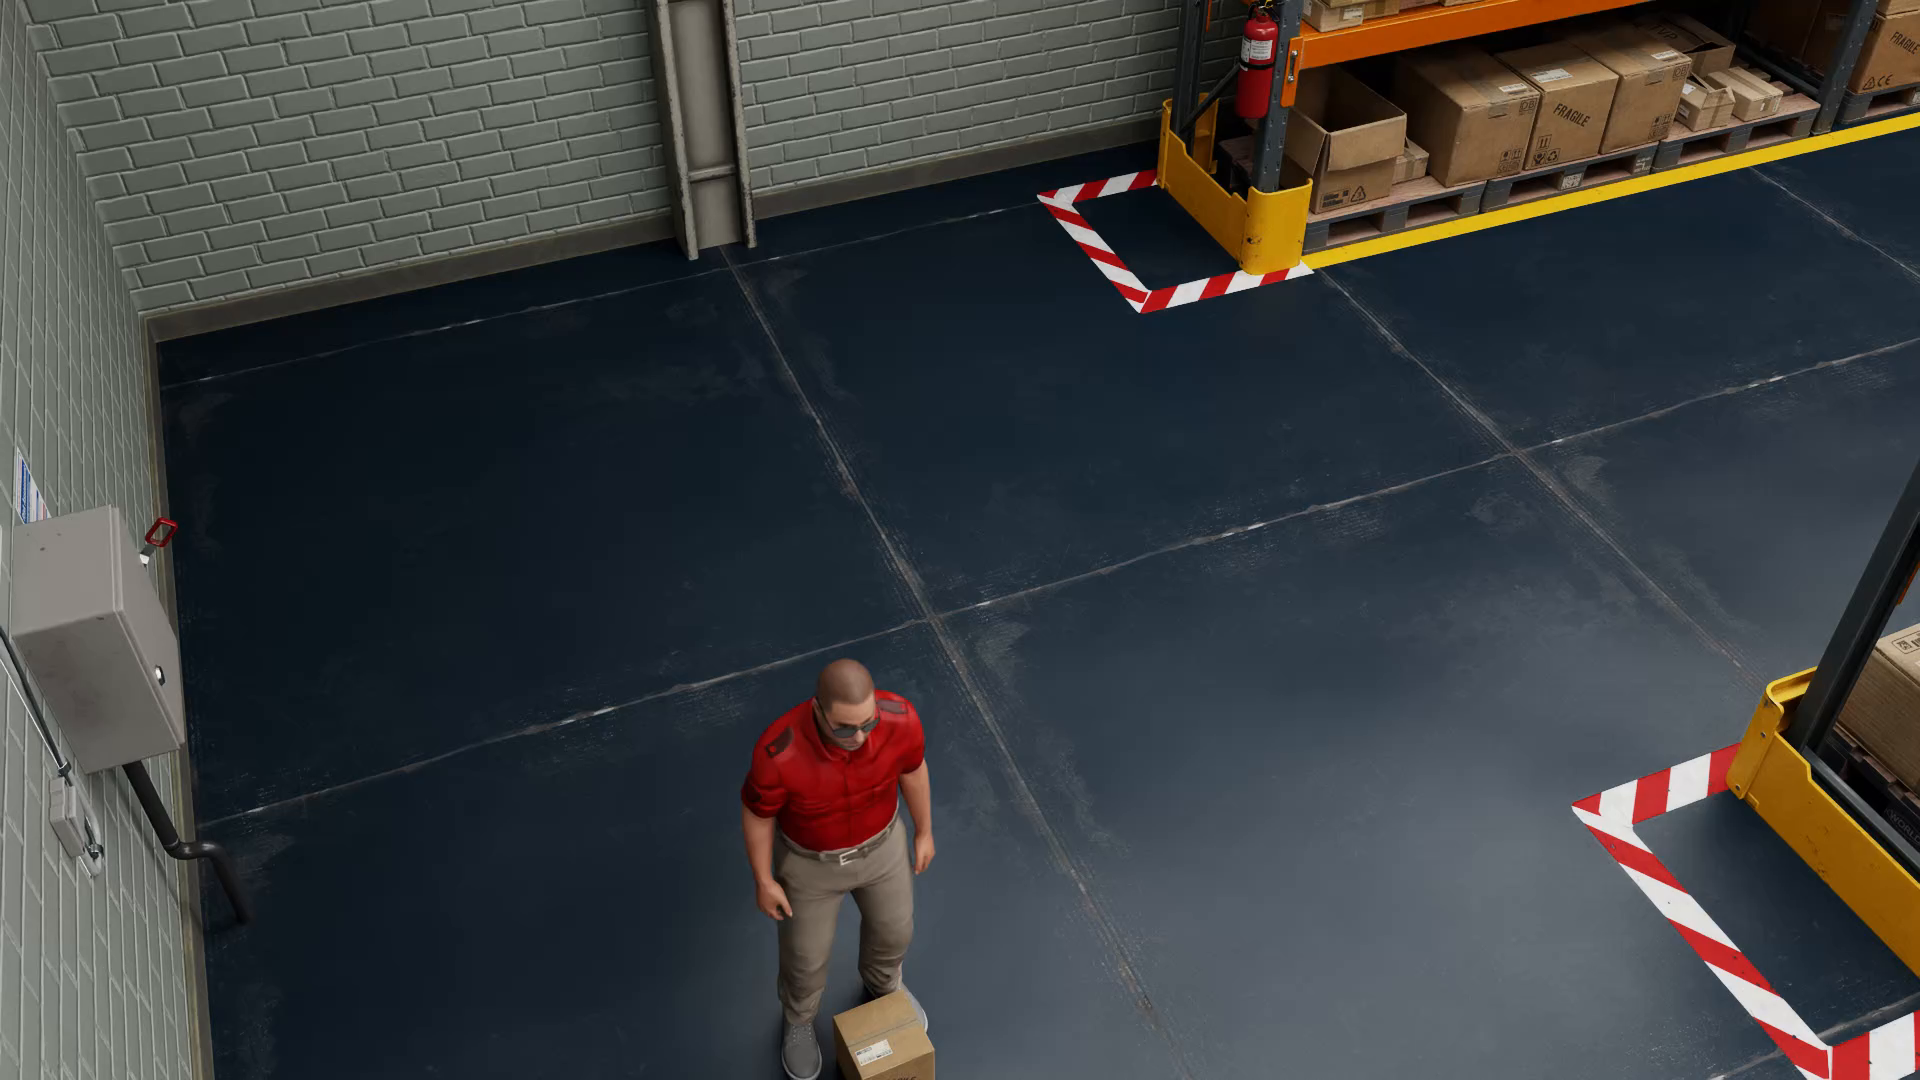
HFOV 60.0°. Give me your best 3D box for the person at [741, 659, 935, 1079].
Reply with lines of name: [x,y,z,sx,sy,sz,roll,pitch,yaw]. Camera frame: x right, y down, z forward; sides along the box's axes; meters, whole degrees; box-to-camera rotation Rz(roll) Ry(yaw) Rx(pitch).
person: [-0.354,0.963,5.080,0.587,1.726,0.389,-16,44,-17]
